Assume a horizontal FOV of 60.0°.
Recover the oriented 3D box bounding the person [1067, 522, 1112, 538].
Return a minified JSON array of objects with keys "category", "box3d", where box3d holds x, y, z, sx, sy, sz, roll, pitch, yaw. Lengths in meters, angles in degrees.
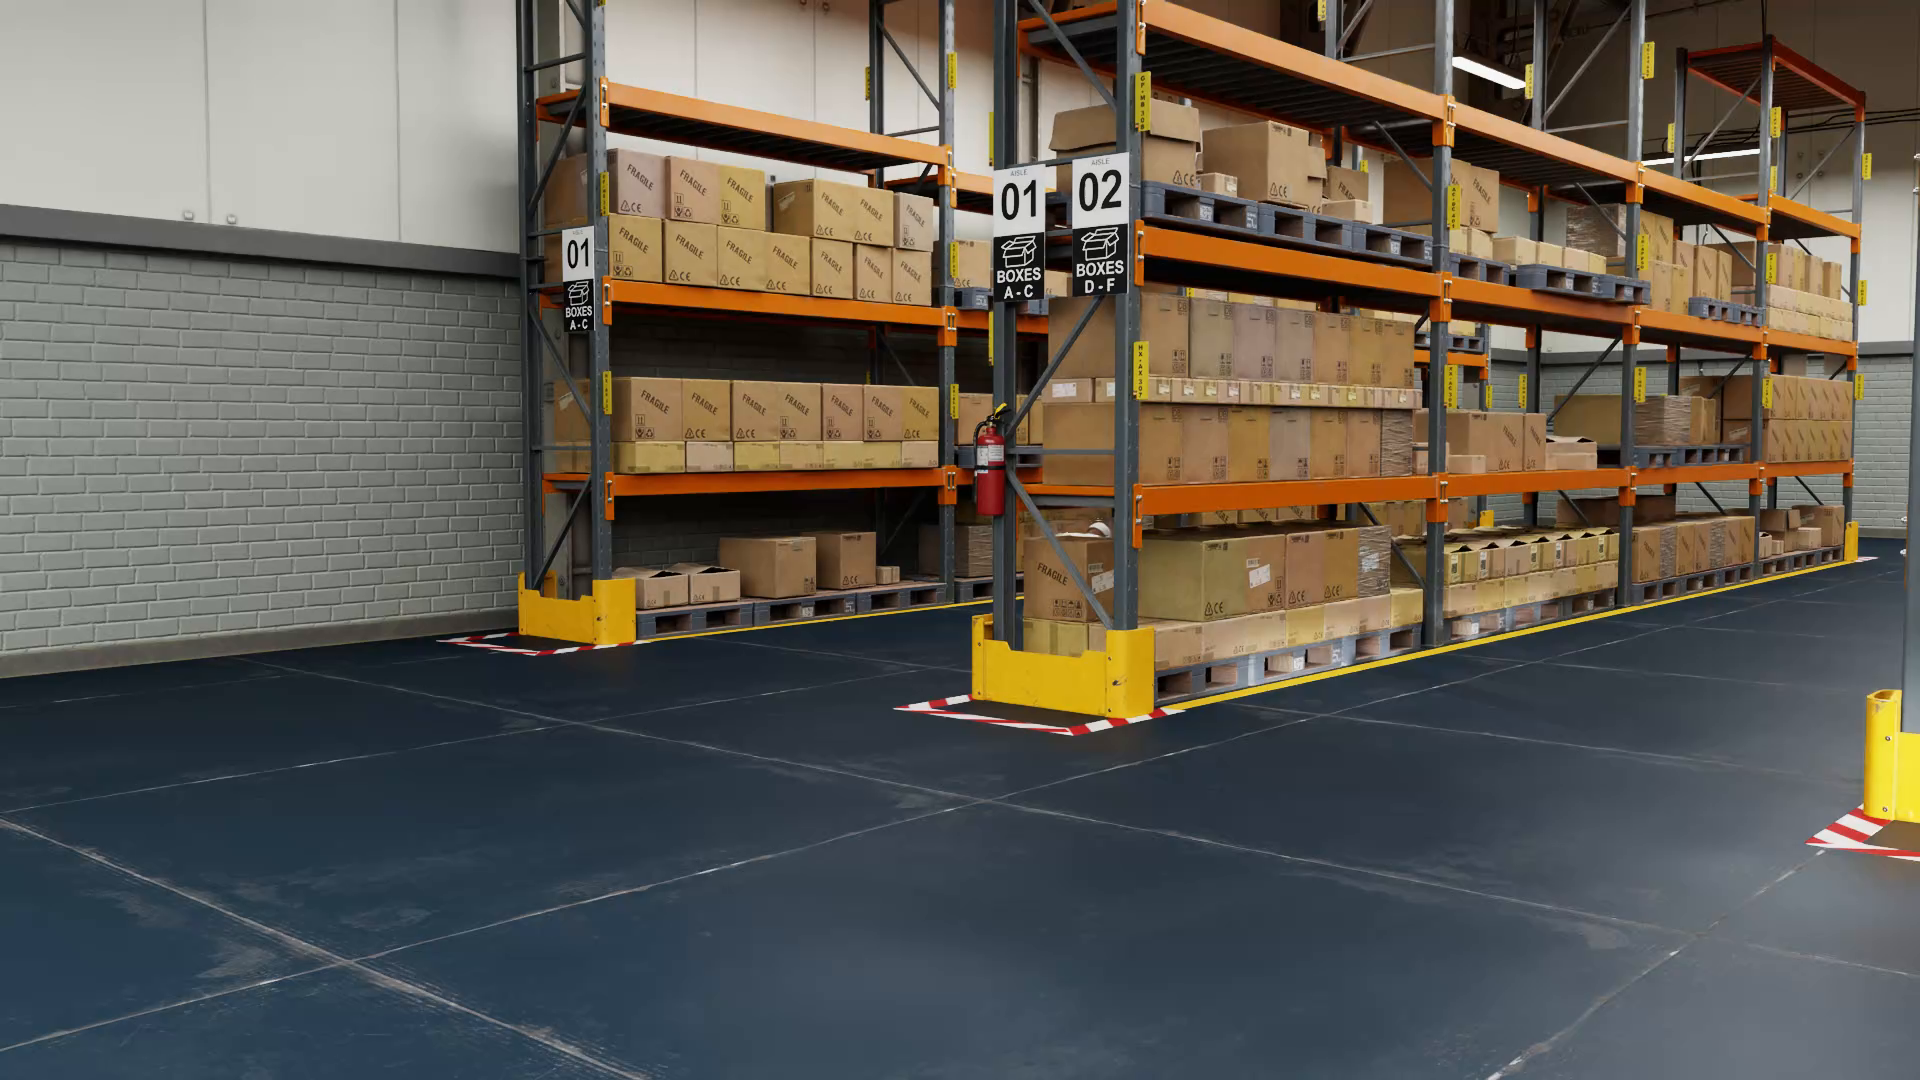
[{"category":"person","box3d":[0.879,0.350,12.630,0.572,0.941,0.897,3,5,41]}]
